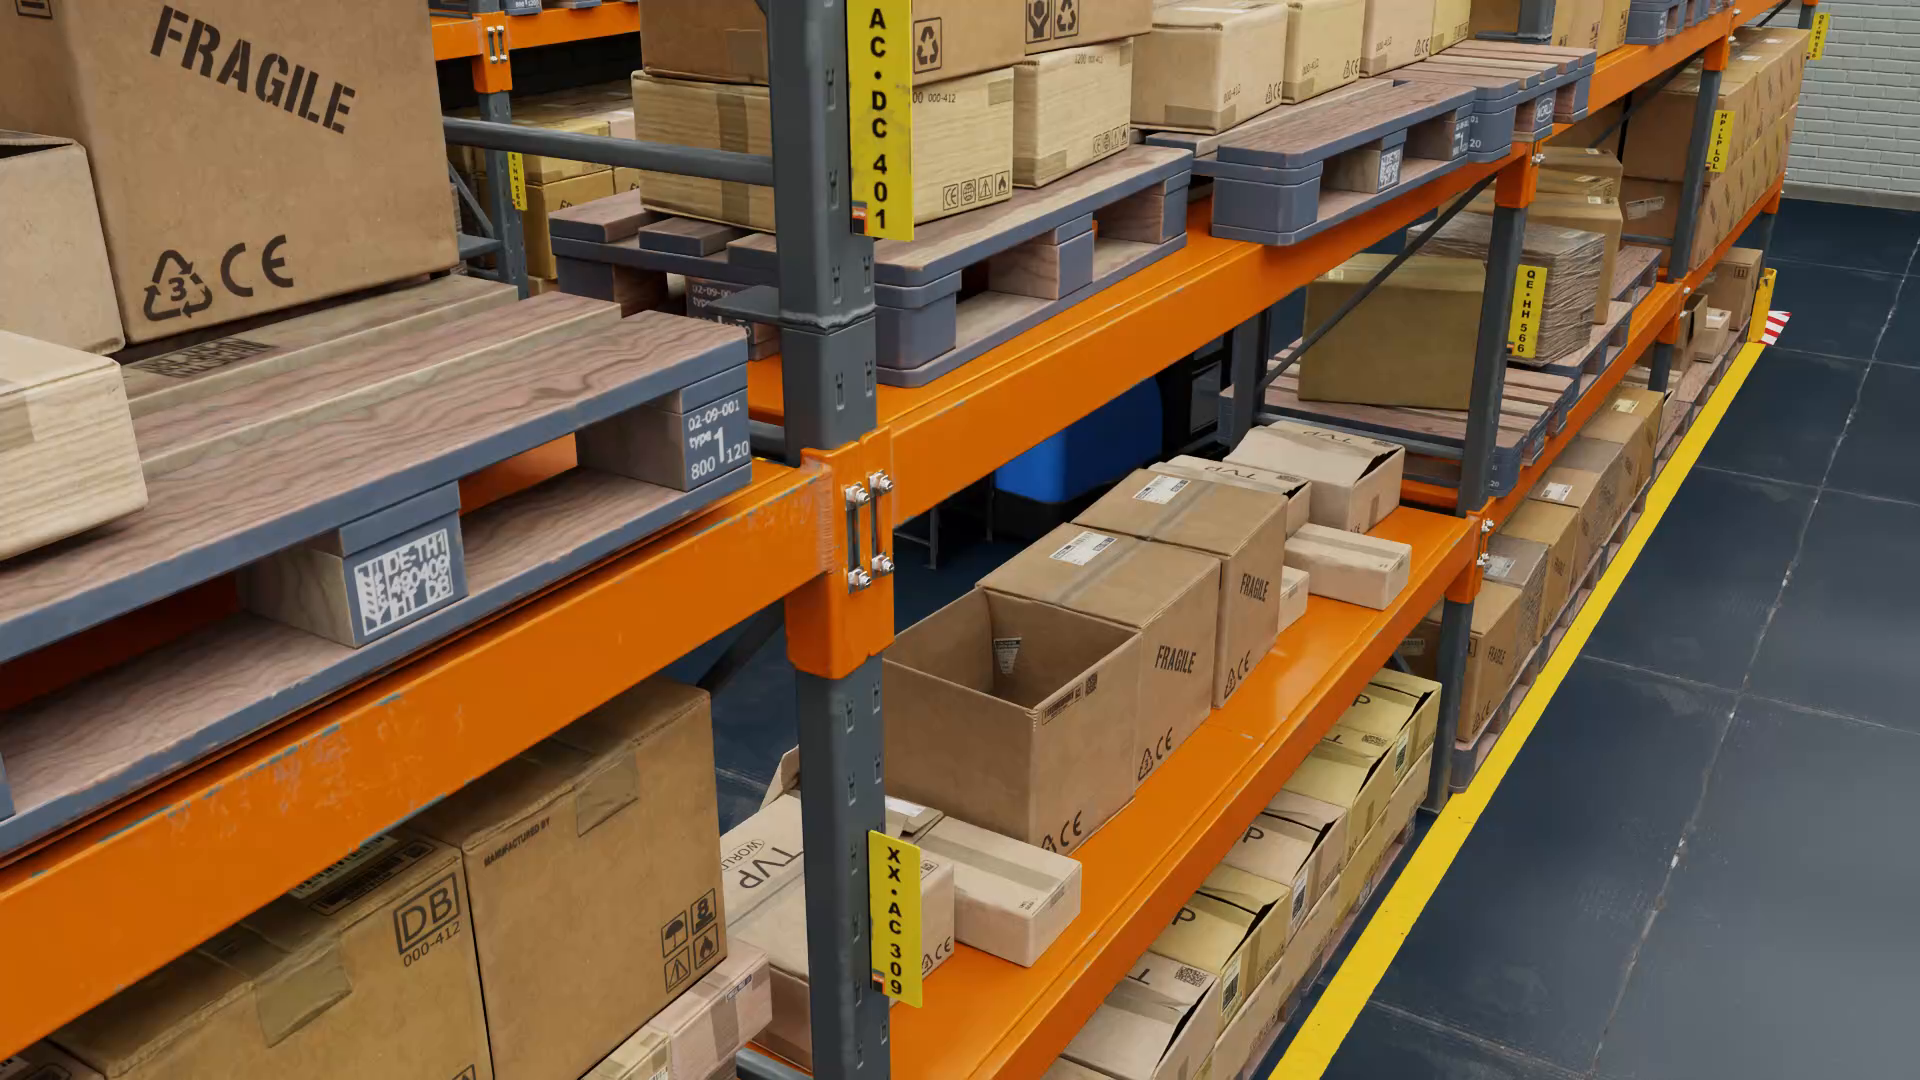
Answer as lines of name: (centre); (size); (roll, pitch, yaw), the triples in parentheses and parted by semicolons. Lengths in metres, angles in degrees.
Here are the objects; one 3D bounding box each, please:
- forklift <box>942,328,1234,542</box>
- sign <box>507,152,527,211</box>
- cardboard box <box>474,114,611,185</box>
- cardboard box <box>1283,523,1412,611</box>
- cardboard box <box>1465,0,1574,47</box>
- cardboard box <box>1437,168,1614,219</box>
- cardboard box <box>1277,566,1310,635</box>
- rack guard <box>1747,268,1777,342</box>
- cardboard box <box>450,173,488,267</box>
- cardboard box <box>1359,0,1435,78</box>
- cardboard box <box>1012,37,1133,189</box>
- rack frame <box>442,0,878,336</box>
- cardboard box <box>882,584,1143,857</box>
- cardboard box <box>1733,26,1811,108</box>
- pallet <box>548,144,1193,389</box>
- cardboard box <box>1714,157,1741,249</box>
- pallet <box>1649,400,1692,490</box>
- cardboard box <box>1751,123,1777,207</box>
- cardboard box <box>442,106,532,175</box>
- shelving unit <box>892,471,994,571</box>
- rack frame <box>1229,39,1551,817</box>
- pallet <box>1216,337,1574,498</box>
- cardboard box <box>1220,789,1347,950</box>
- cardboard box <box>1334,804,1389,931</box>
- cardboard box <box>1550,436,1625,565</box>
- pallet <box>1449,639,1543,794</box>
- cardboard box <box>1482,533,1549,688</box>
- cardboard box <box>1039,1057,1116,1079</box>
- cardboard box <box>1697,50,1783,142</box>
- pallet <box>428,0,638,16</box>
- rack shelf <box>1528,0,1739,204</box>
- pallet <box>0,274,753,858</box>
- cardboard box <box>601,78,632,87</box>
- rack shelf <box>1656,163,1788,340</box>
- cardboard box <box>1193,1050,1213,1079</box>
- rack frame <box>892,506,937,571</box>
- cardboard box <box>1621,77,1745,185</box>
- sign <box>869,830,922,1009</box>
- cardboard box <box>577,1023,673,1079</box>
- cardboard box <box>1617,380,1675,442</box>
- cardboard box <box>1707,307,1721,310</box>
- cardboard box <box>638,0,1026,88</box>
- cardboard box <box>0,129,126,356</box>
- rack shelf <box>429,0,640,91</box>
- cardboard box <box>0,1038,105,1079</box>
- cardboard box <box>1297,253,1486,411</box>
forklift: (1.056, -1.835, 9.800); (1.130, 2.935, 3.031); (18, 29, 35)
sign: (-2.215, -1.812, 8.302); (0.100, 0.325, 0.005); (14, 27, 29)
cardboard box: (-2.207, -2.072, 8.791); (0.500, 0.250, 0.500); (15, 27, 30)
cardboard box: (1.290, 0.086, 5.592); (0.380, 0.149, 0.250); (14, 27, 29)
cardboard box: (1.731, -1.967, 6.117); (0.910, 0.500, 0.500); (14, 27, 29)
cardboard box: (2.891, -1.621, 8.564); (0.700, 0.500, 0.500); (19, 30, 37)
cardboard box: (0.905, 0.167, 5.405); (0.380, 0.149, 0.250); (16, 28, 33)
rack guard: (5.709, -1.918, 13.051); (1.175, 0.500, 0.348); (14, 27, 29)
cardboard box: (-2.656, -1.834, 9.185); (0.500, 0.500, 0.500); (14, 27, 29)
cardboard box: (1.077, -1.545, 4.929); (0.500, 0.250, 0.500); (15, 27, 30)
cardboard box: (0.040, -0.933, 3.514); (0.500, 0.250, 0.500); (11, 26, 24)
rack frame: (-0.580, -1.794, 2.066); (1.000, 3.000, 0.127); (14, 27, 29)
cardboard box: (0.116, 0.480, 4.240); (0.500, 0.500, 0.500); (16, 28, 33)
cardboard box: (5.748, -3.388, 11.915); (0.500, 0.500, 0.500); (14, 27, 29)
pallet: (-0.126, -0.630, 3.394); (0.805, 0.209, 1.217); (13, 26, 27)
cardboard box: (4.407, -2.075, 10.142); (0.500, 0.500, 0.500); (14, 27, 30)
pallet: (4.003, -0.693, 10.584); (1.003, 0.211, 1.213); (14, 27, 29)
cardboard box: (5.206, -2.585, 11.321); (0.500, 0.500, 0.500); (14, 27, 29)
cardboard box: (-2.662, -2.171, 9.019); (0.500, 0.250, 0.500); (15, 27, 30)
shelving unit: (-0.129, -0.925, 8.744); (0.431, 2.100, 0.503); (18, 29, 35)
rack frame: (1.529, -0.391, 6.377); (1.000, 3.000, 0.127); (14, 27, 29)
pallet: (1.827, -0.546, 6.977); (1.213, 0.211, 1.003); (14, 27, 29)
cardboard box: (0.925, 0.996, 5.400); (0.500, 0.311, 0.500); (14, 27, 29)
cardboard box: (1.190, 1.082, 5.908); (0.500, 0.250, 0.500); (14, 27, 28)
cardboard box: (3.090, -0.235, 8.609); (0.500, 0.500, 0.500); (14, 27, 30)
pallet: (1.955, 0.645, 7.495); (1.003, 0.211, 1.213); (14, 27, 29)
cardboard box: (2.284, 0.283, 7.413); (0.500, 0.500, 0.500); (13, 27, 27)
cardboard box: (0.118, 1.516, 4.199); (0.500, 0.311, 0.500); (14, 27, 28)
cardboard box: (4.942, -2.868, 10.714); (0.500, 0.500, 0.500); (15, 27, 31)
pallet: (-2.386, -2.946, 8.741); (1.213, 0.211, 1.003); (15, 28, 31)
rack shelf: (2.584, -2.112, 7.483); (1.077, 0.370, 4.000); (14, 27, 29)
pallet: (-1.008, -0.083, 2.002); (1.003, 0.211, 1.213); (14, 27, 29)
cardboard box: (-1.844, -2.689, 10.217); (0.500, 0.250, 0.500); (13, 27, 28)
rack shelf: (4.694, -2.086, 11.197); (1.077, 0.370, 4.000); (14, 27, 29)
cardboard box: (0.384, 1.597, 4.719); (0.500, 0.250, 0.500); (13, 27, 27)
rack frame: (-0.282, -0.850, 8.569); (0.400, 2.100, 0.015); (18, 29, 35)
cardboard box: (4.127, -2.346, 9.508); (0.500, 0.500, 0.500); (15, 27, 30)
sign: (-0.108, 0.642, 2.803); (0.100, 0.325, 0.005); (14, 27, 29)
cardboard box: (-0.674, 0.836, 2.602); (0.380, 0.149, 0.250); (13, 27, 28)
cardboard box: (4.045, -0.805, 10.165); (0.500, 0.311, 0.500); (14, 27, 29)
cardboard box: (5.382, -1.639, 12.274); (0.380, 0.166, 0.250); (14, 27, 29)
cardboard box: (-0.222, -1.085, 2.921); (0.500, 0.500, 0.500); (14, 27, 30)
cardboard box: (-1.355, -0.336, 1.883); (0.500, 0.311, 0.500); (12, 26, 26)
rack shelf: (-1.626, -3.149, 9.878); (1.077, 0.370, 4.000); (14, 27, 29)
cardboard box: (-1.339, 0.809, 1.847); (0.700, 0.500, 0.500); (14, 27, 29)
cardboard box: (1.766, -0.865, 6.819); (0.700, 0.500, 0.500); (5, 24, 11)
